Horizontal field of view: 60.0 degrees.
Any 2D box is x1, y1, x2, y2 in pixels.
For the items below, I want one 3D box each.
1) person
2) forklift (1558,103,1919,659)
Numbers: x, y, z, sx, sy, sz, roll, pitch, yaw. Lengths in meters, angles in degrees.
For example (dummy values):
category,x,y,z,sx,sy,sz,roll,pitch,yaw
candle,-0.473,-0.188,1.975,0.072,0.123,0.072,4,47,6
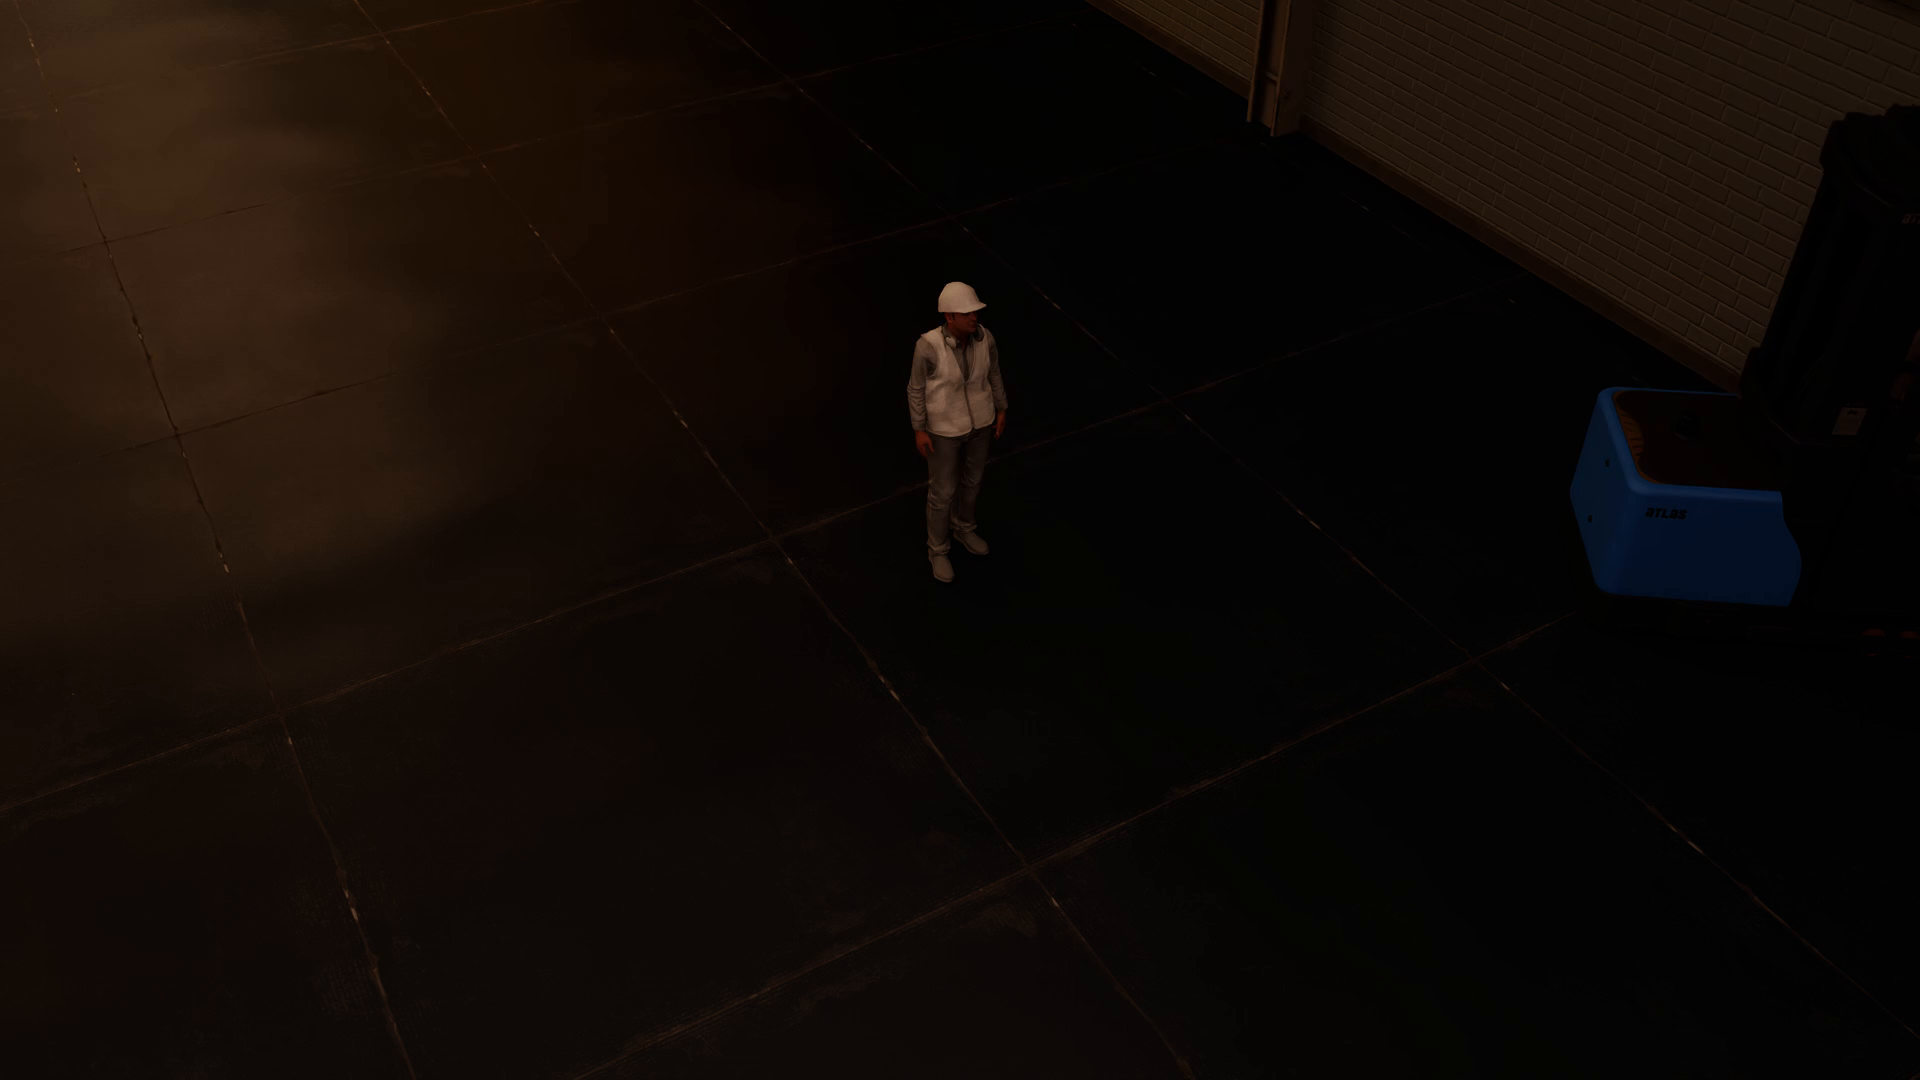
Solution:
category,x,y,z,sx,sy,sz,roll,pitch,yaw
person,0.025,-0.651,9.716,0.633,1.775,0.566,-20,44,-23
forklift,5.182,-0.807,9.009,3.031,2.935,1.130,4,40,5
